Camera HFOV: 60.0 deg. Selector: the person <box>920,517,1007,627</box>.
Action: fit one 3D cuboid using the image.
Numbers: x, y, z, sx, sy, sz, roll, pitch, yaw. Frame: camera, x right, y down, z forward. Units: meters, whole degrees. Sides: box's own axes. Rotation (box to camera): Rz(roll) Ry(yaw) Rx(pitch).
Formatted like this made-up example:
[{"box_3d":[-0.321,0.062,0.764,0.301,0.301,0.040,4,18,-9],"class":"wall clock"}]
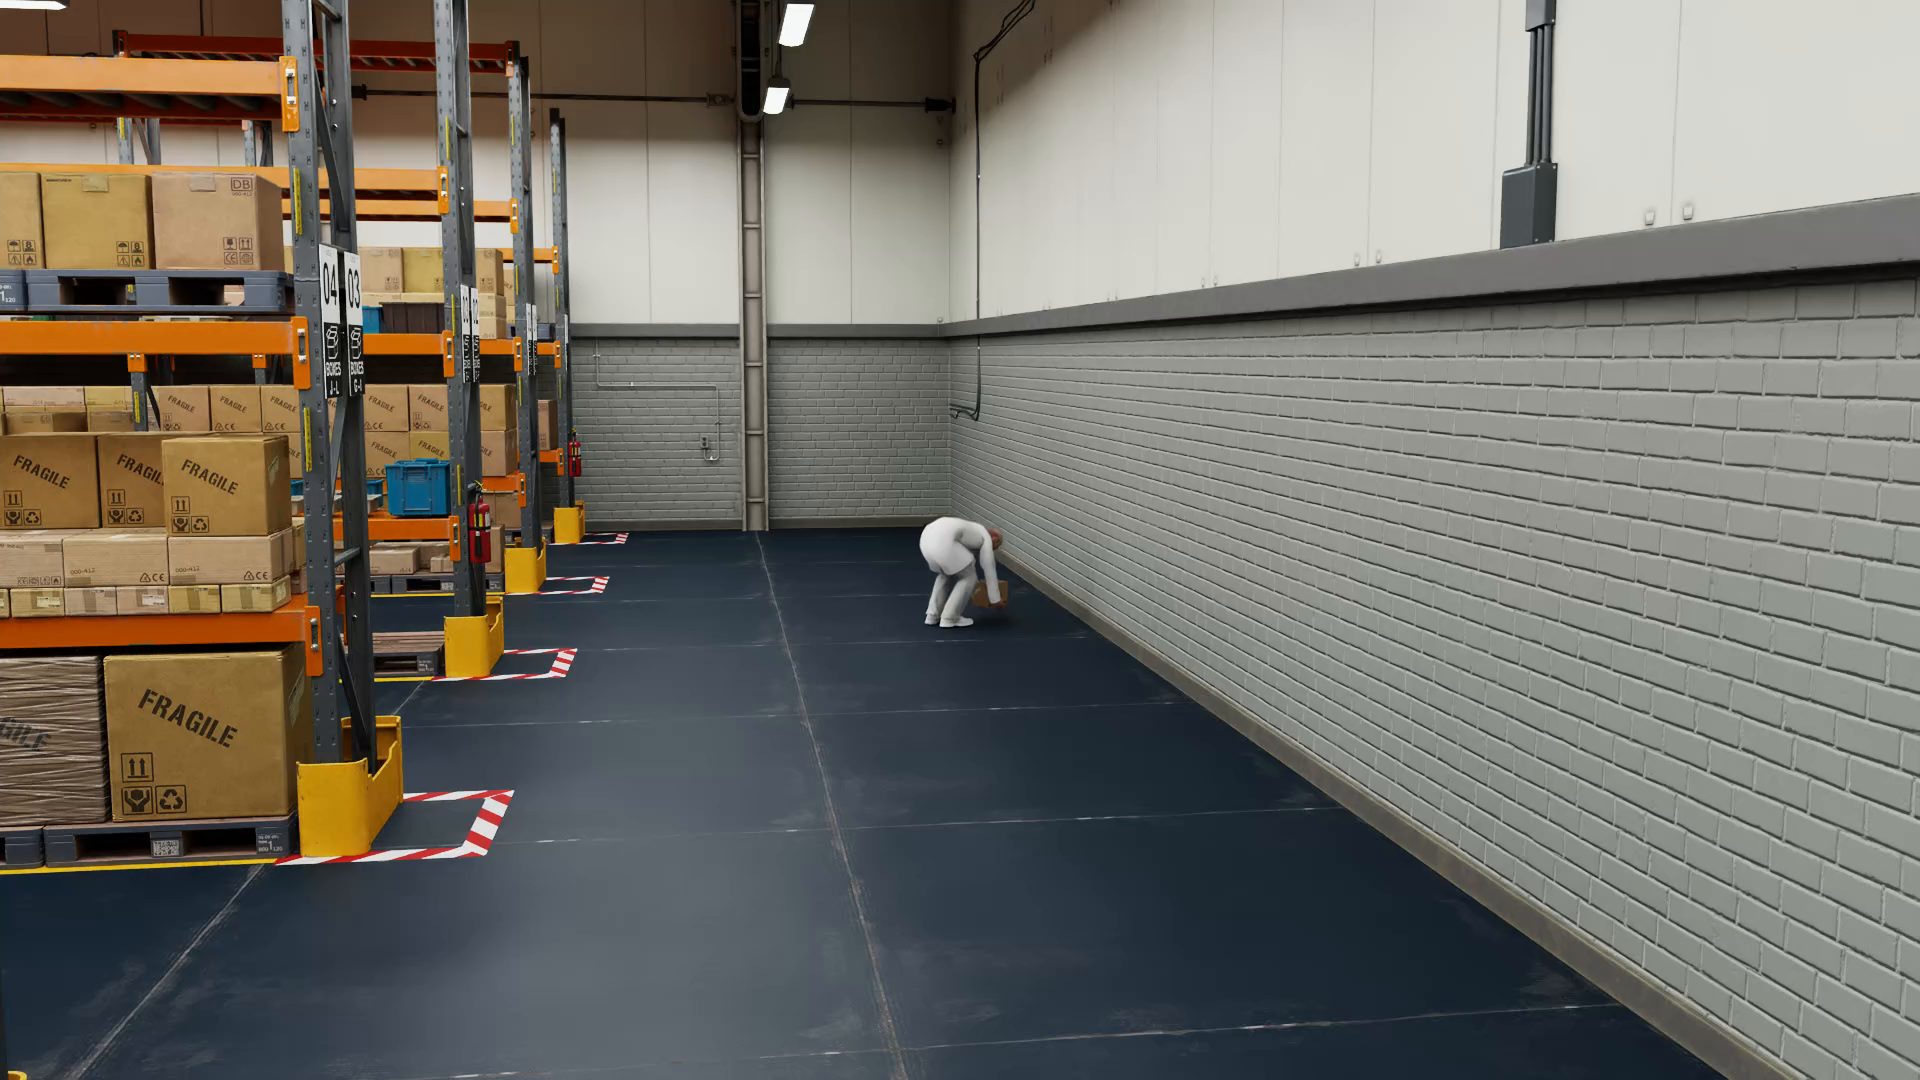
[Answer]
[{"box_3d":[0.034,0.292,16.368,0.947,1.065,0.584,-5,8,-40],"class":"person"}]
